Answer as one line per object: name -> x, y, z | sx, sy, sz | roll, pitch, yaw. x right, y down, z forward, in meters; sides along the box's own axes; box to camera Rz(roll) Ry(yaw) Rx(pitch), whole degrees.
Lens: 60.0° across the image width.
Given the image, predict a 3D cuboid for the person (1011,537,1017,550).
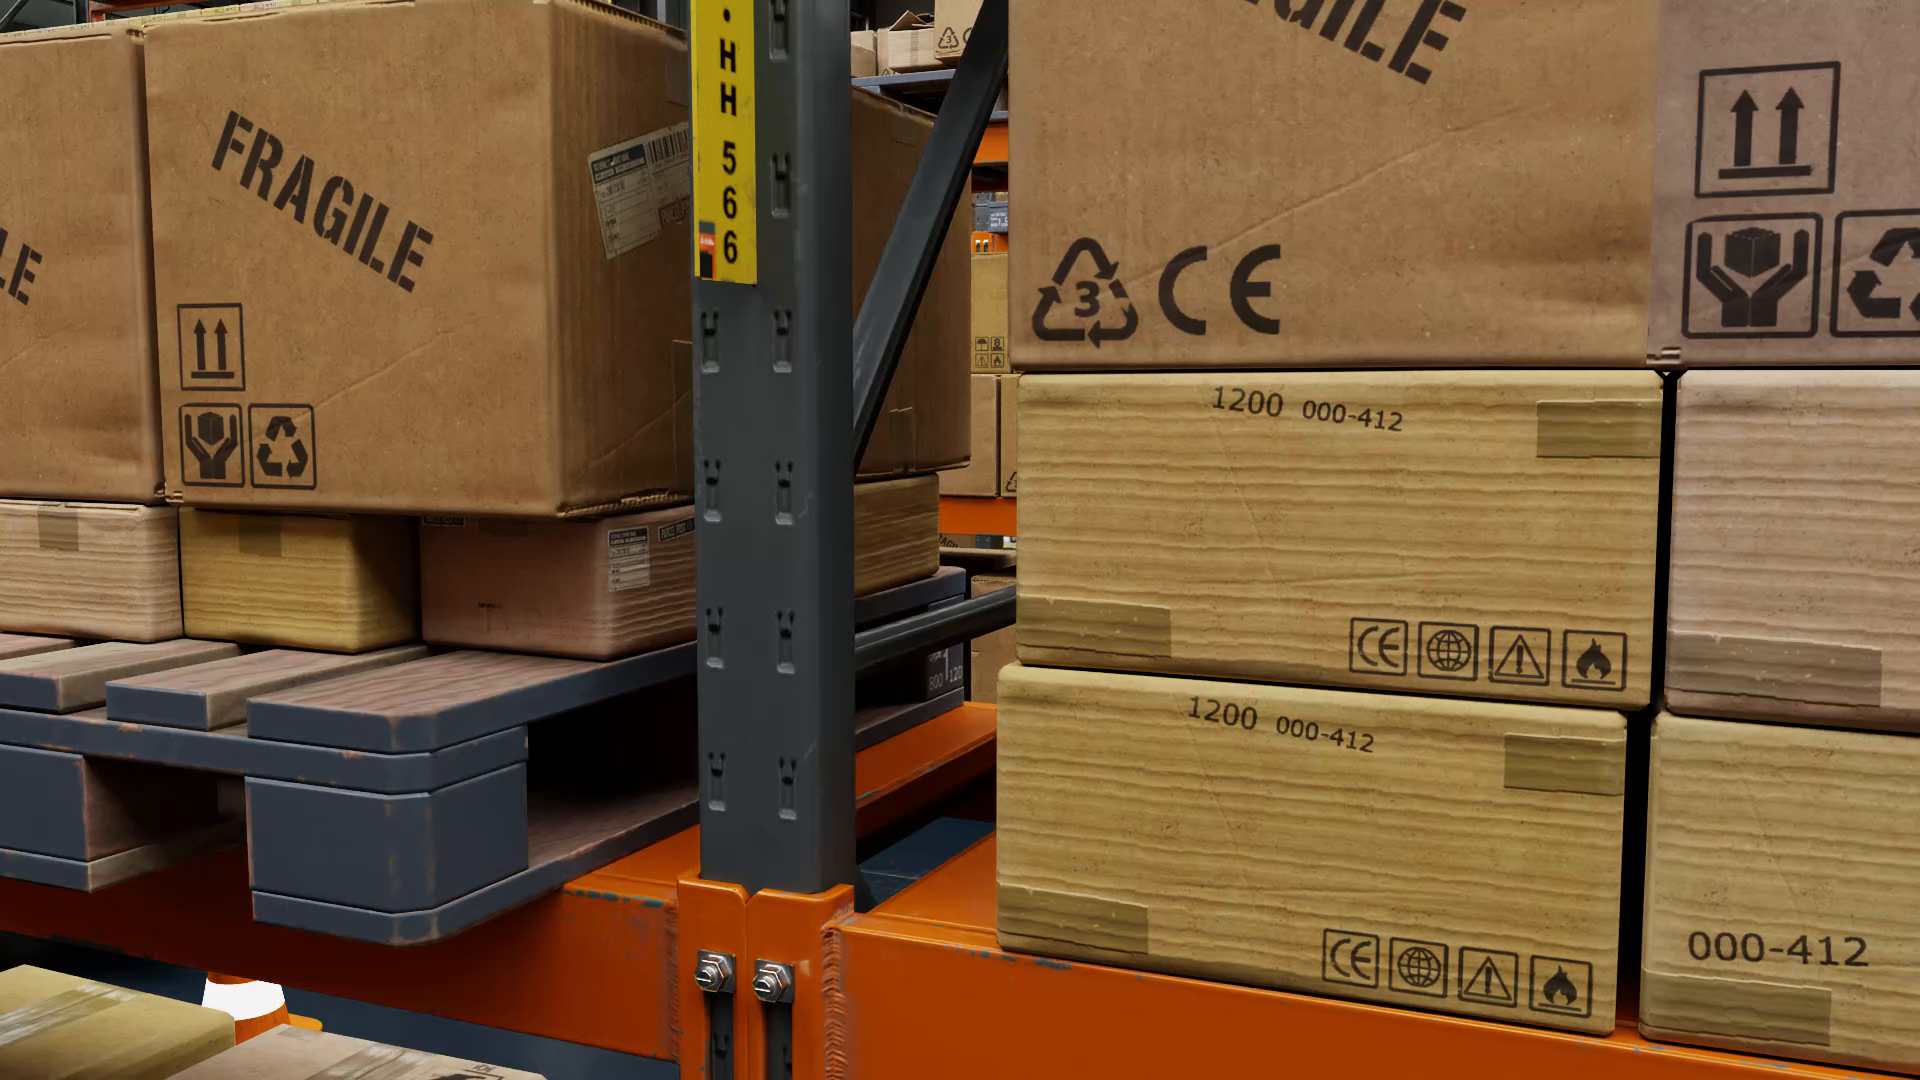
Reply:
person -> 0.489, 0.034, 9.418 | 0.369, 1.663, 0.518 | 2, 6, 21
